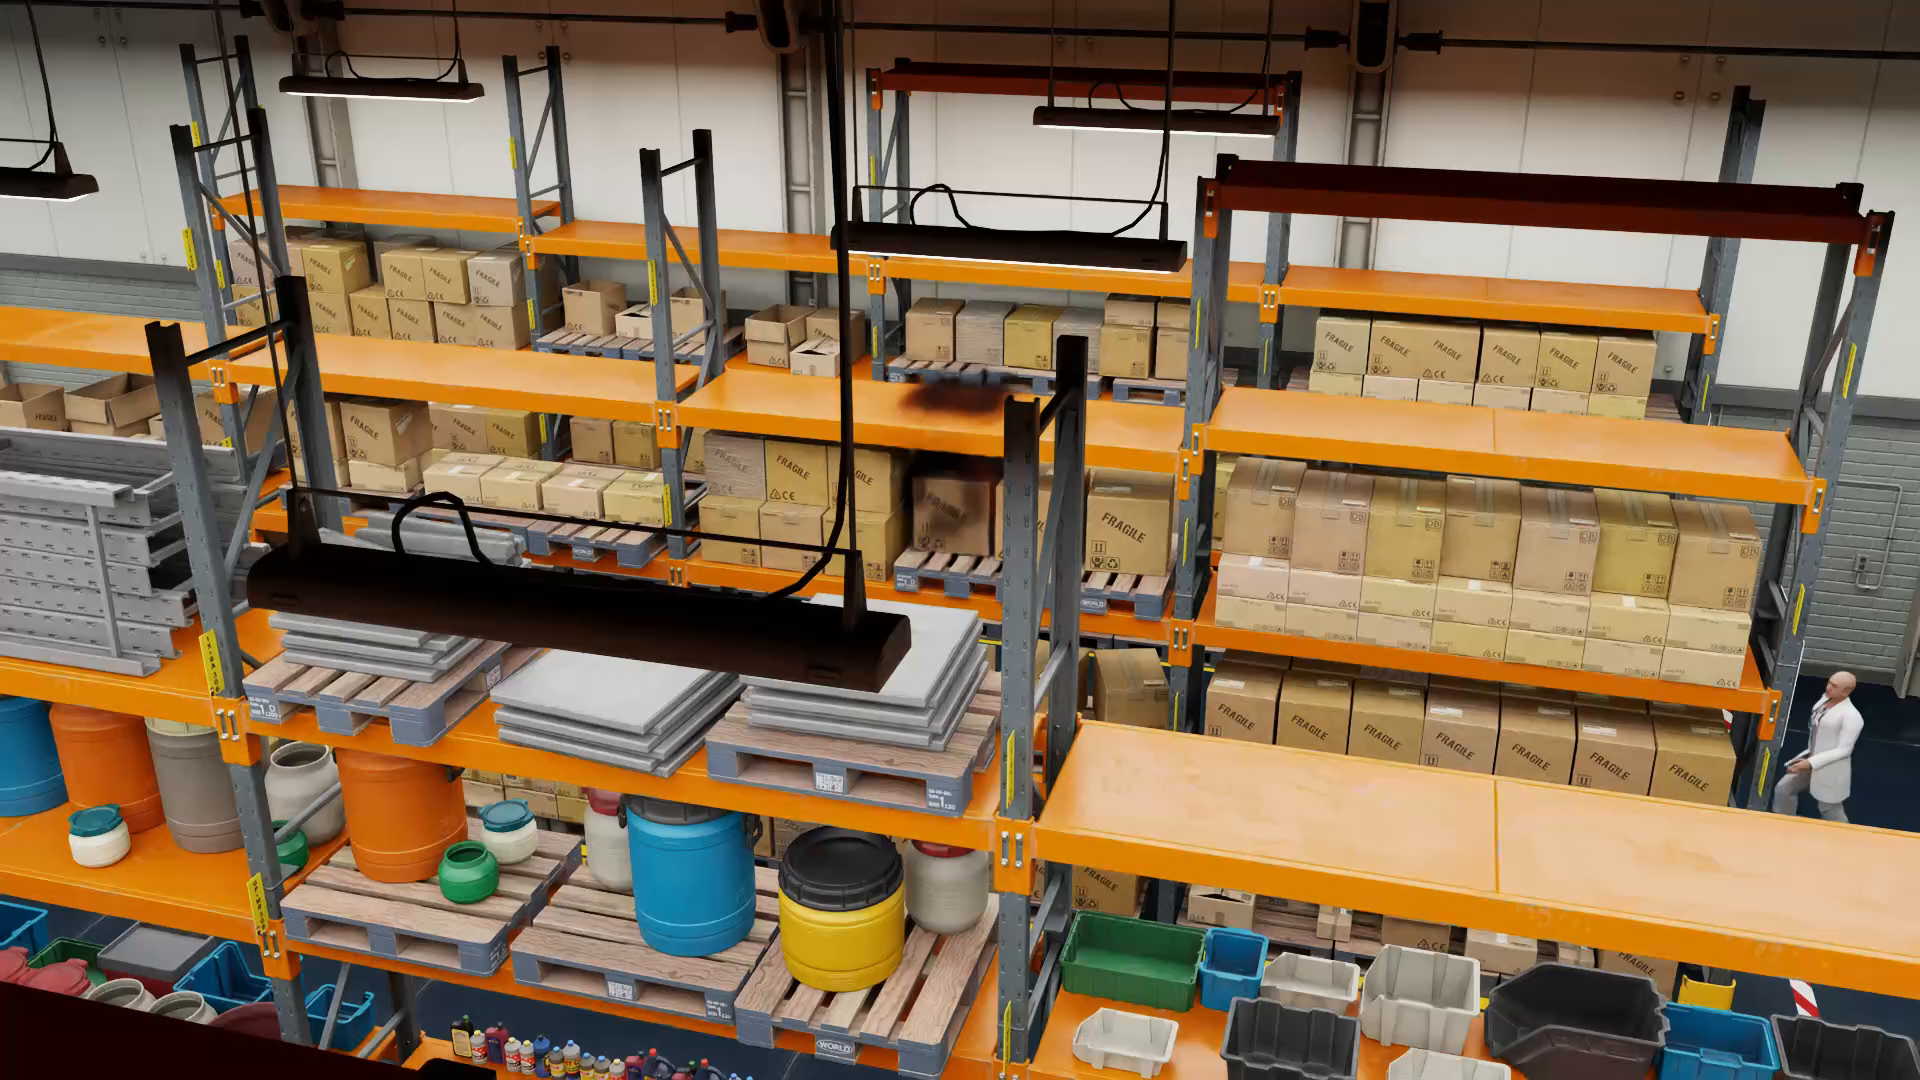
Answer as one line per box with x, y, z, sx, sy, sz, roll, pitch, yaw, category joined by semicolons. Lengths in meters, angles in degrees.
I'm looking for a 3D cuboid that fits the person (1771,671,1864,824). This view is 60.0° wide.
7.287;1.922;14.027;0.787;1.848;0.696;4;23;8;person
